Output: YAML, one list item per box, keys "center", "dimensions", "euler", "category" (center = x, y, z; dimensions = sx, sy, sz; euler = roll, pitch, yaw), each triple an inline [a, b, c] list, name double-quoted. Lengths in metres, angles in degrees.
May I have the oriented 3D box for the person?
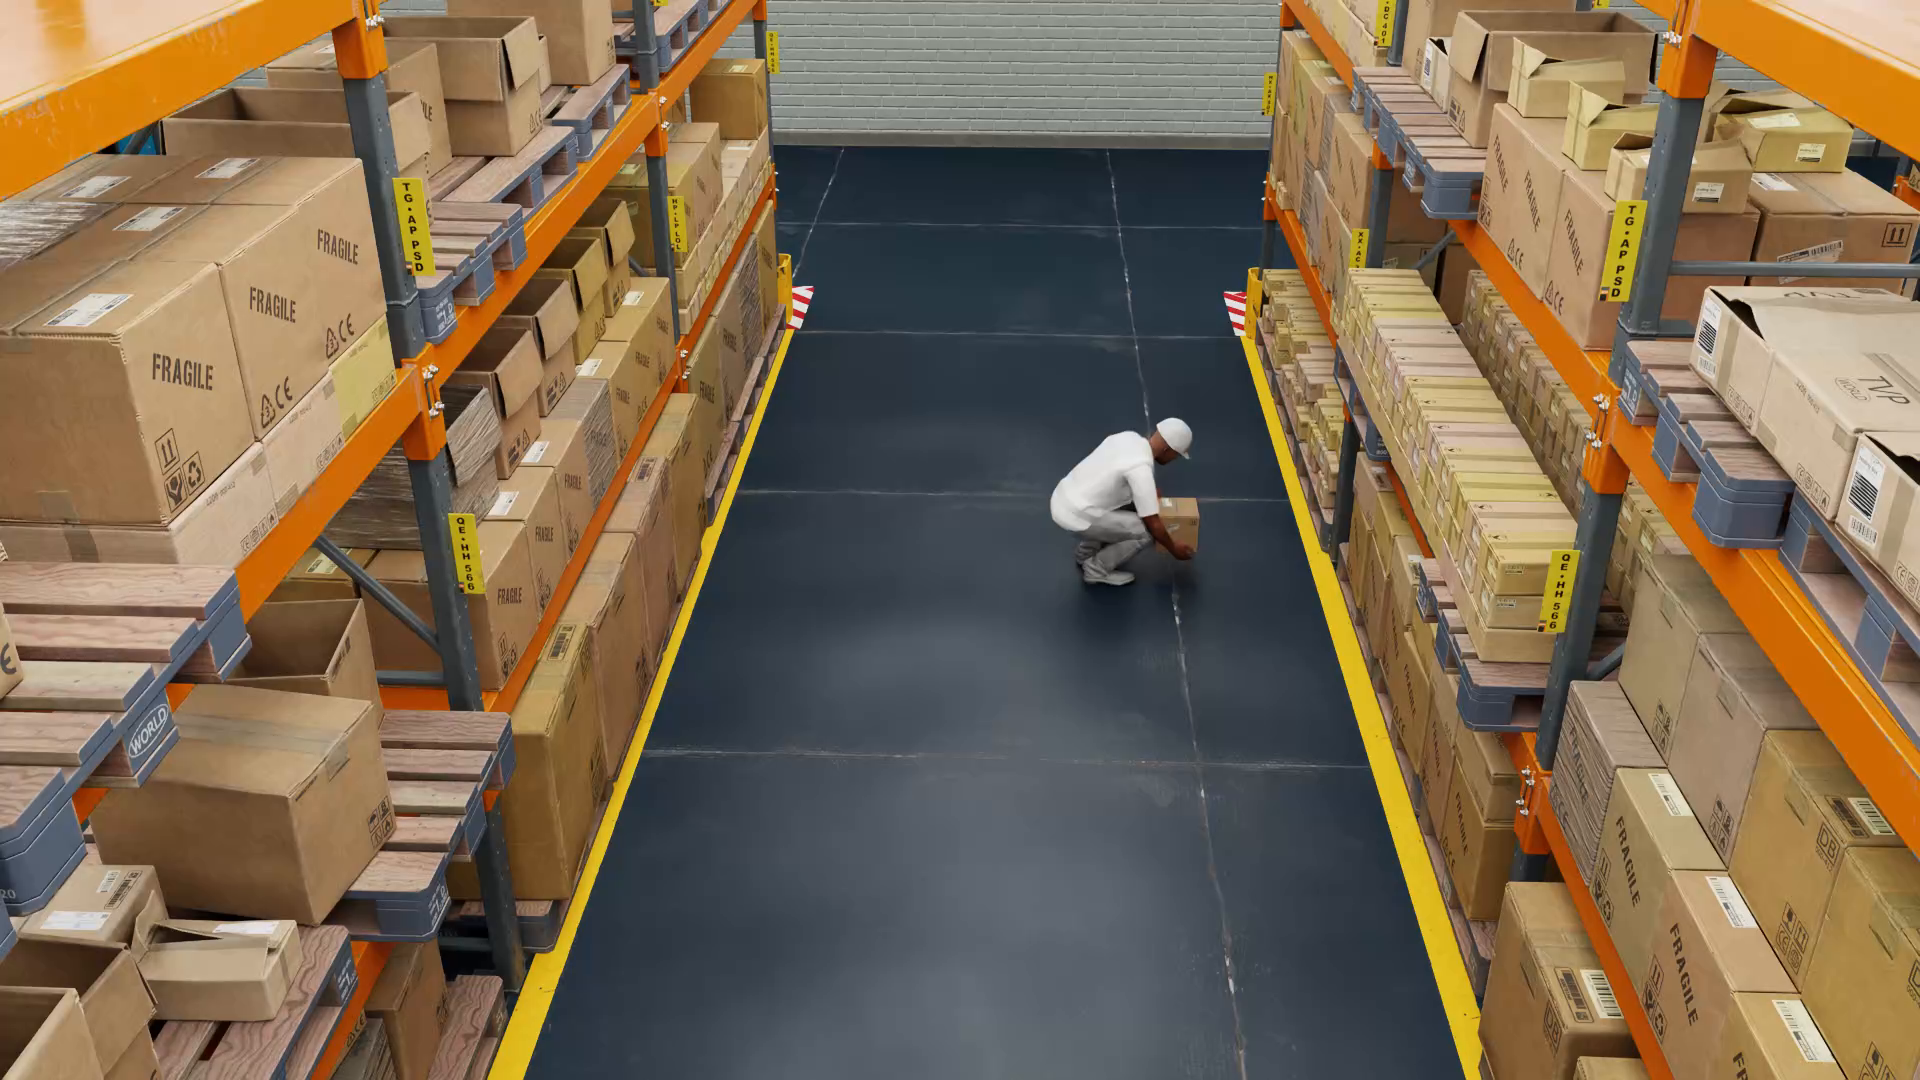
- center: [0.973, -0.252, 9.906]
  dimensions: [0.860, 0.998, 0.598]
  euler: [1, 28, 2]
  category: "person"
